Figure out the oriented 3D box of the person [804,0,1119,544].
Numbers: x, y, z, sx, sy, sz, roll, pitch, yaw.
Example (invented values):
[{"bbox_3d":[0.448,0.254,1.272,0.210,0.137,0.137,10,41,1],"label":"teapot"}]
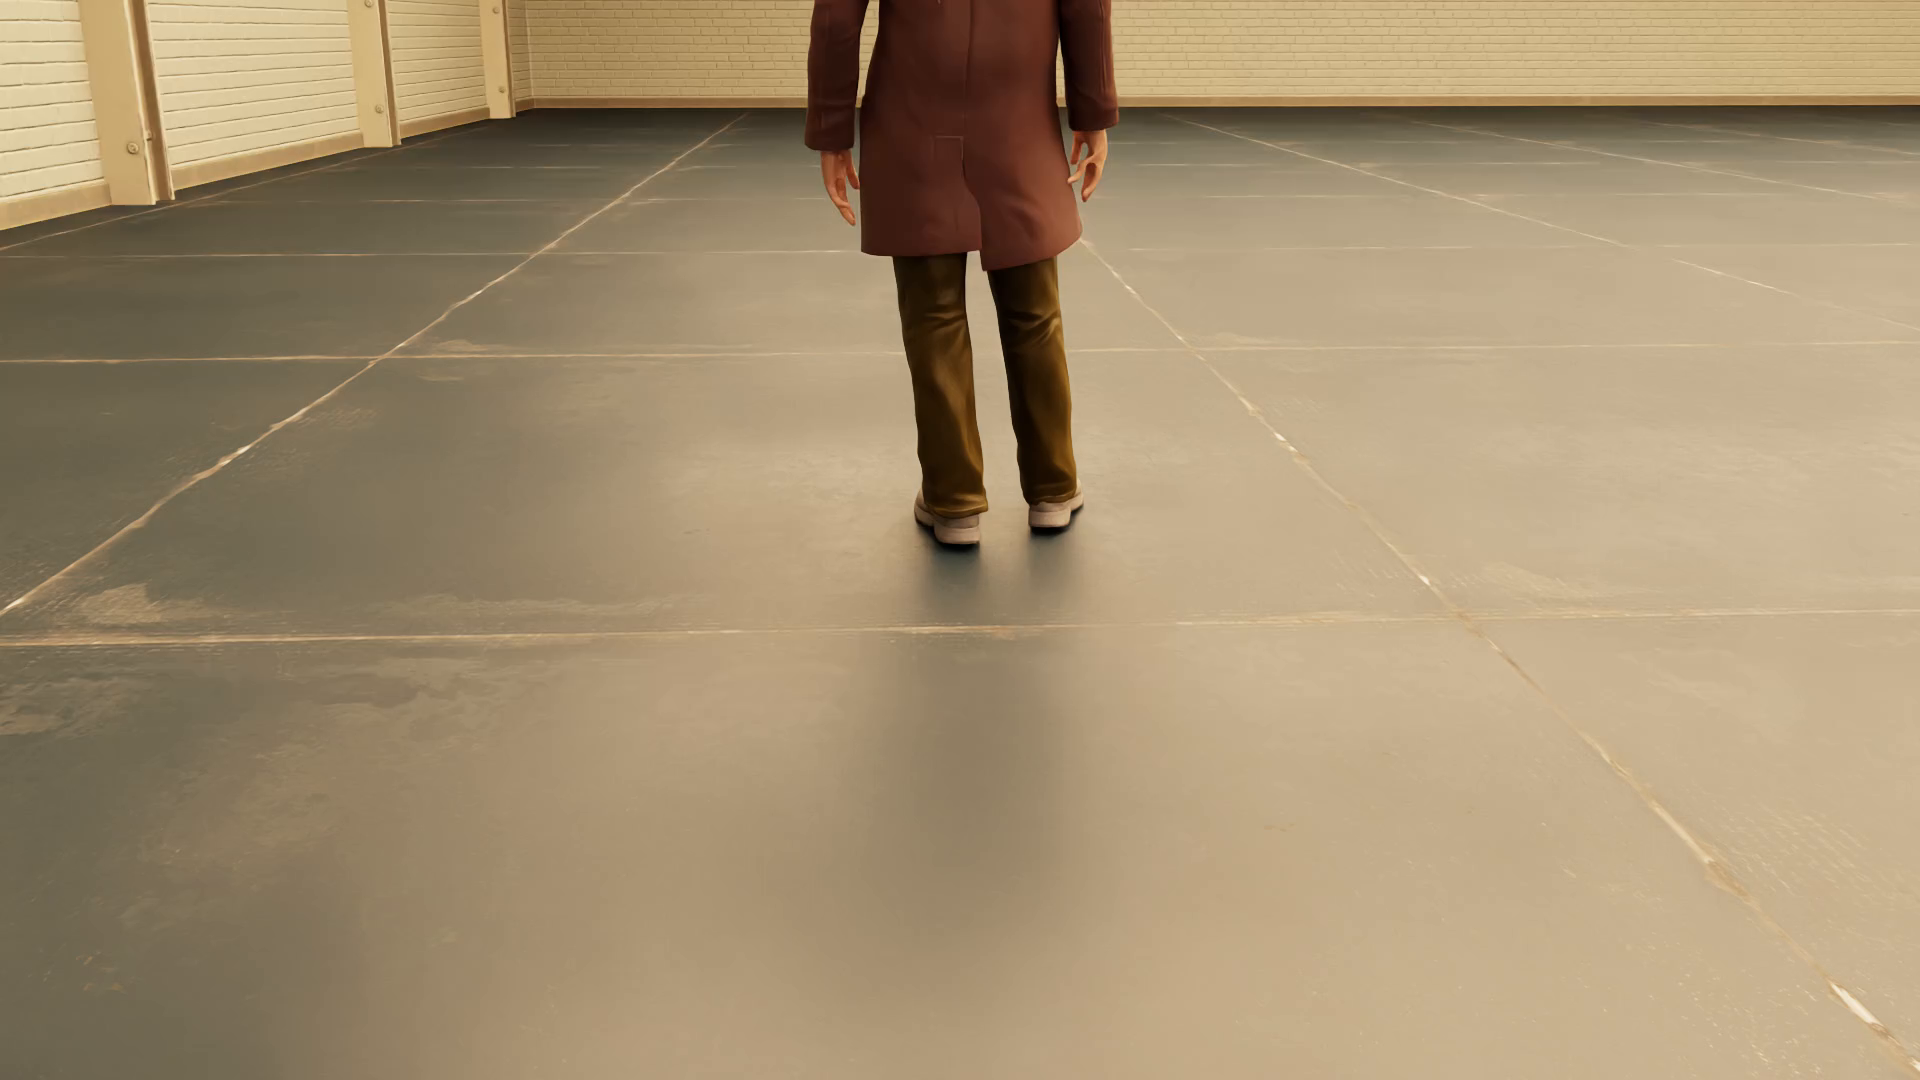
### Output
[{"bbox_3d":[0.000,-0.883,3.743,0.694,1.776,0.582,-1,17,-3],"label":"person"}]
